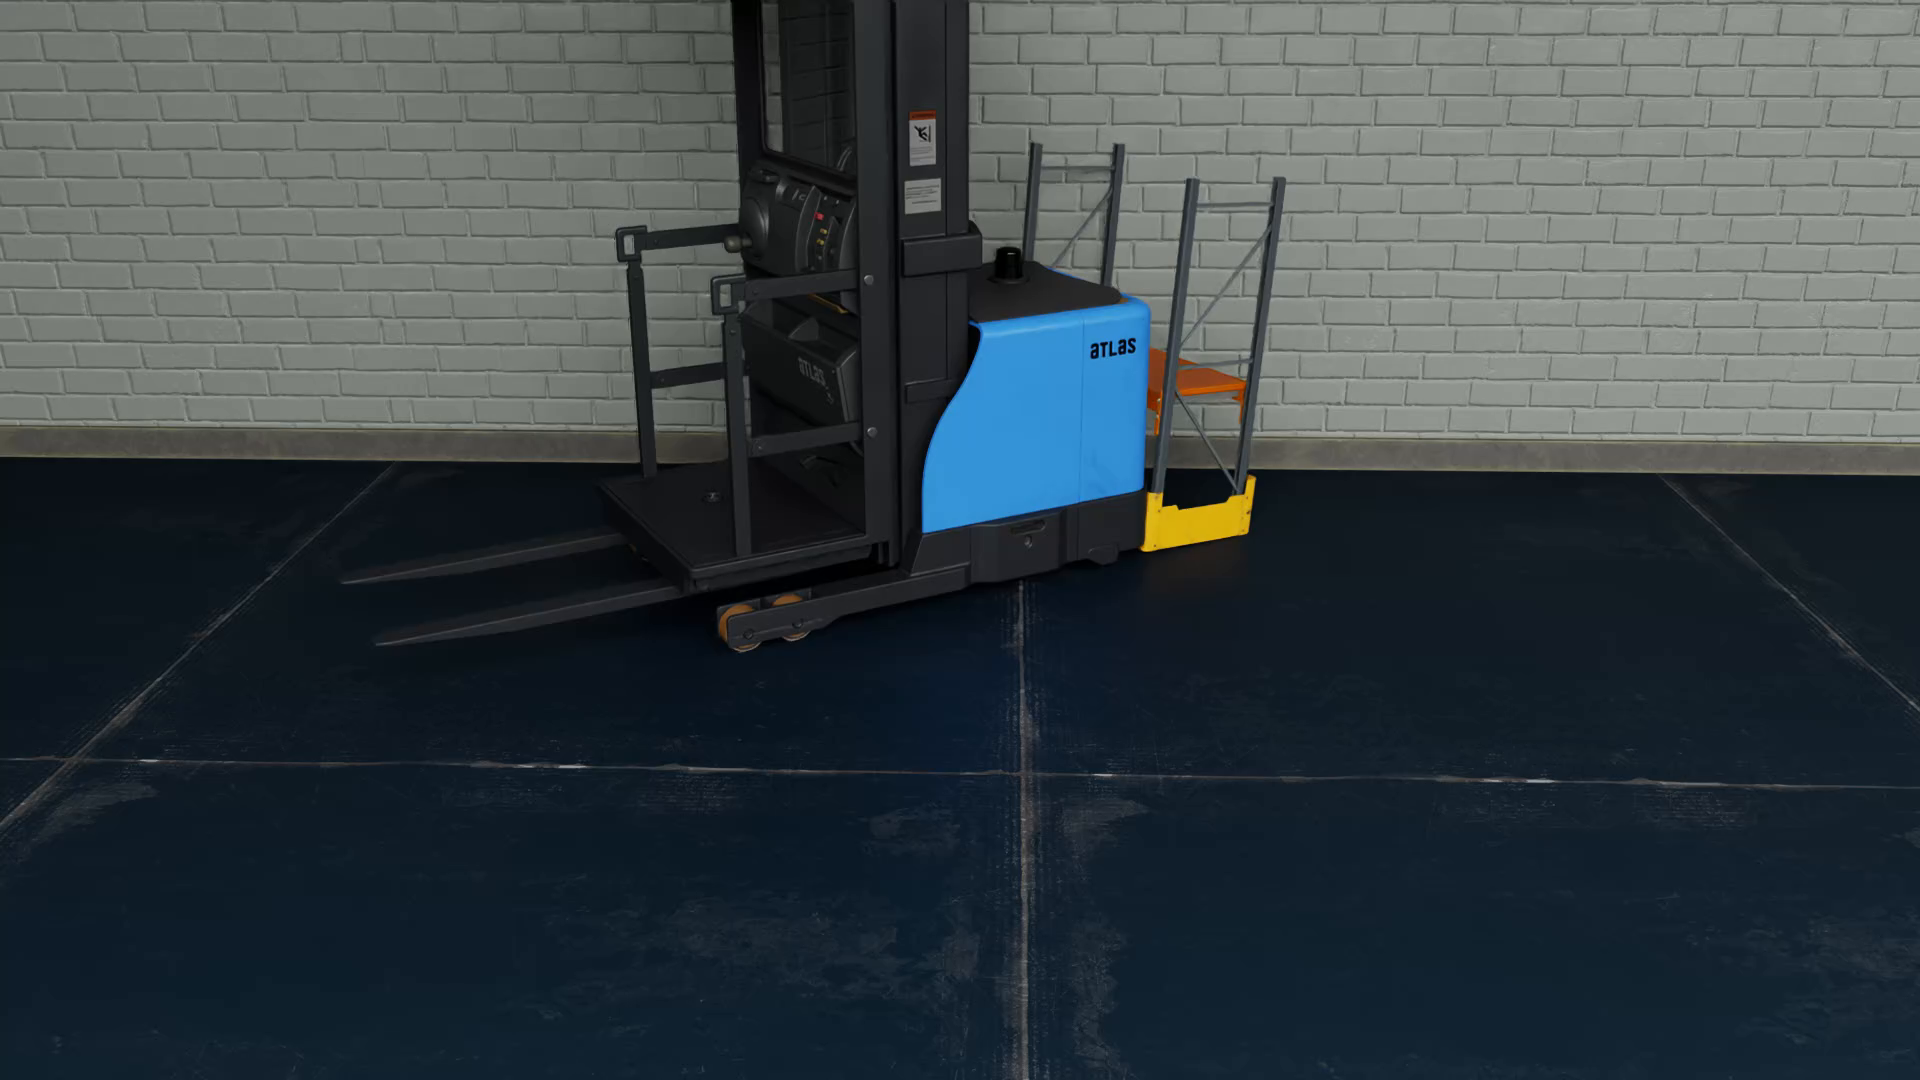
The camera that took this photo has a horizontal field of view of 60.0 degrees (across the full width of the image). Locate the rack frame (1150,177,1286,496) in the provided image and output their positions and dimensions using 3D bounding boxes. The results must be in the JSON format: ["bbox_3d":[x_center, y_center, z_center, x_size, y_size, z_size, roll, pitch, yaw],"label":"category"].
[{"bbox_3d":[1.028,-0.706,6.730,0.500,1.500,0.032,-9,23,-33],"label":"rack frame"}]

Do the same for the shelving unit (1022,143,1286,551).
[{"bbox_3d":[0.753,-0.864,7.115,0.587,1.500,1.083,-9,23,-33],"label":"shelving unit"}]

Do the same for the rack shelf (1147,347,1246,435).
[{"bbox_3d":[0.735,-0.697,7.182,0.538,0.185,1.000,-9,23,-33],"label":"rack shelf"}]

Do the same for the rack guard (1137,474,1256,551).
[{"bbox_3d":[0.983,-0.119,6.939,0.587,0.250,0.087,-9,23,-33],"label":"rack guard"}]

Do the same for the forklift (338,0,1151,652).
[{"bbox_3d":[-0.781,-1.182,6.023,3.031,2.935,1.130,-11,24,-27],"label":"forklift"}]

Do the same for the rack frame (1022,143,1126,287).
[{"bbox_3d":[0.467,-1.027,7.515,0.500,1.500,0.032,-9,23,-33],"label":"rack frame"}]
